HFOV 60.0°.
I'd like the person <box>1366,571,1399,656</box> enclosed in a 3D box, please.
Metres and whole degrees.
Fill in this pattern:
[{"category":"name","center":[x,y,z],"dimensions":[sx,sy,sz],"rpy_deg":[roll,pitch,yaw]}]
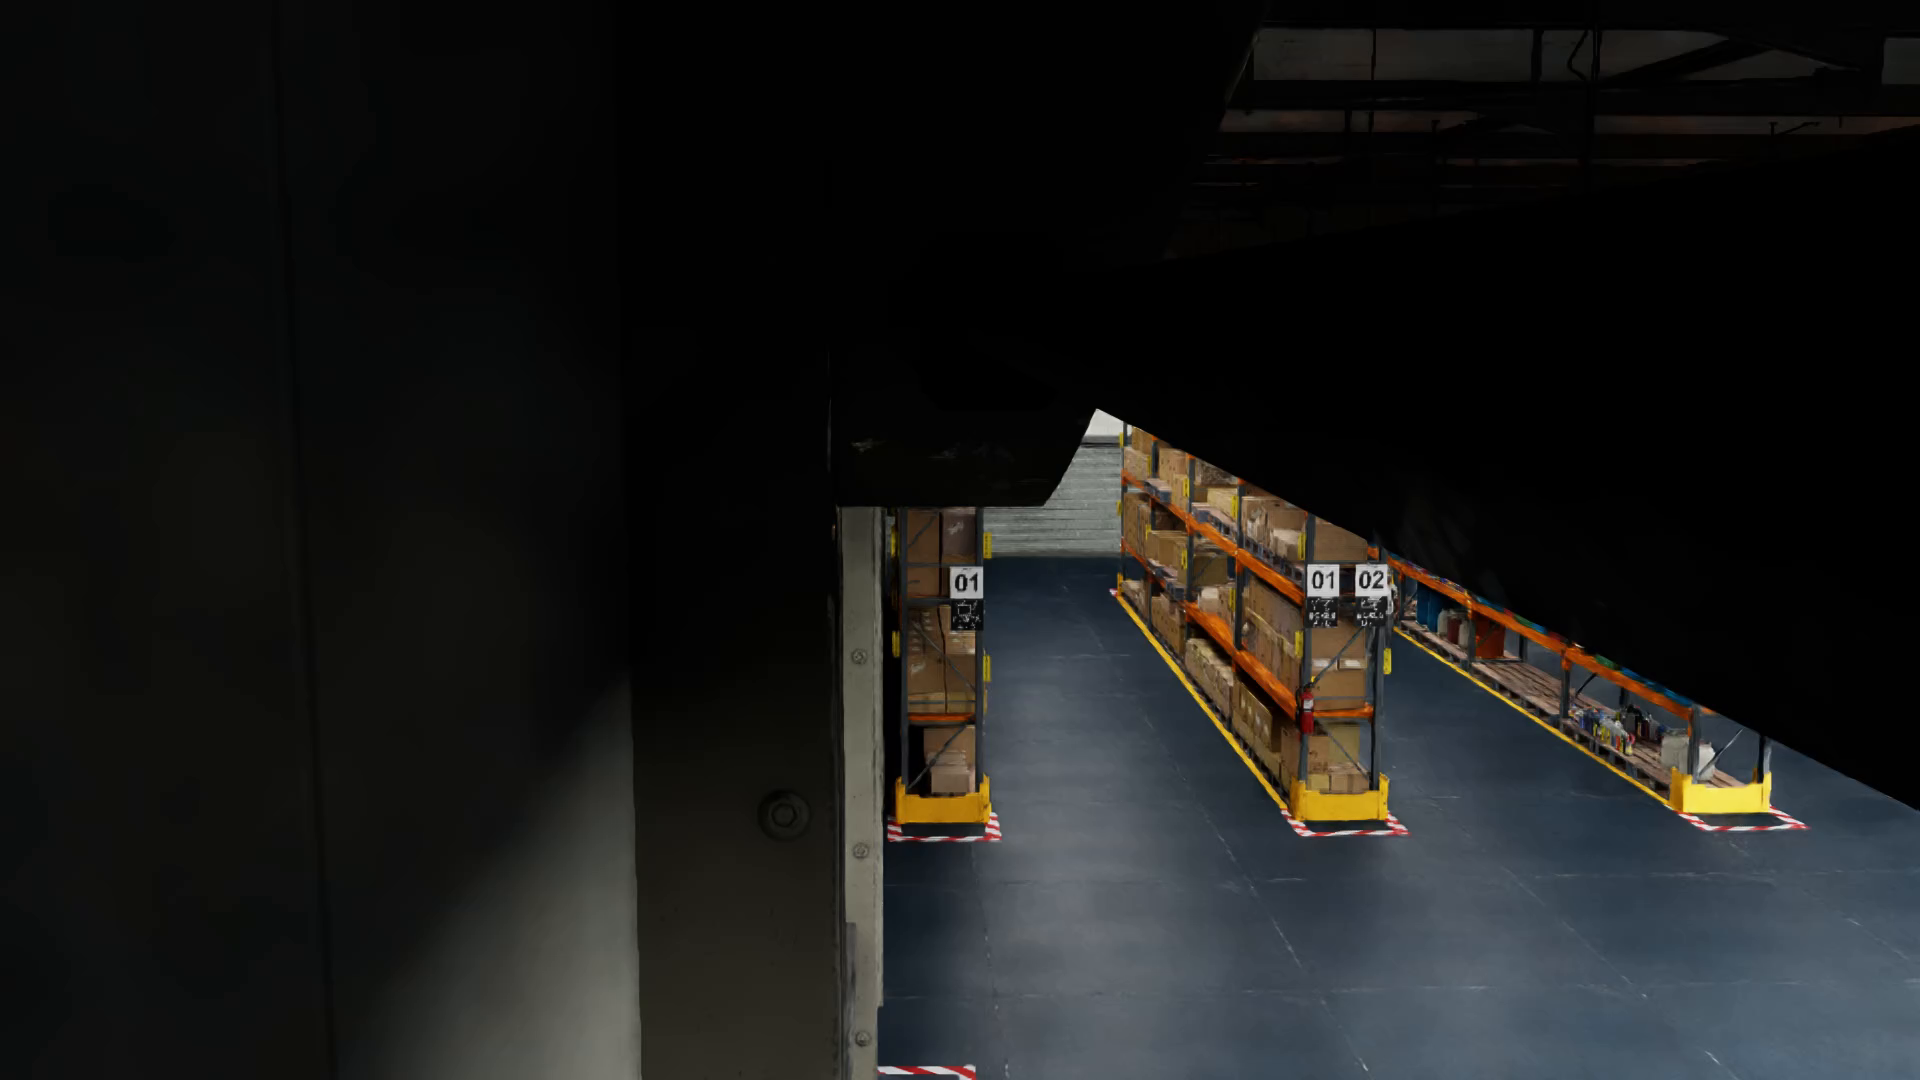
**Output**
[{"category":"person","center":[7.622,1.326,29.996],"dimensions":[0.592,1.629,0.525],"rpy_deg":[-1,8,-4]}]
